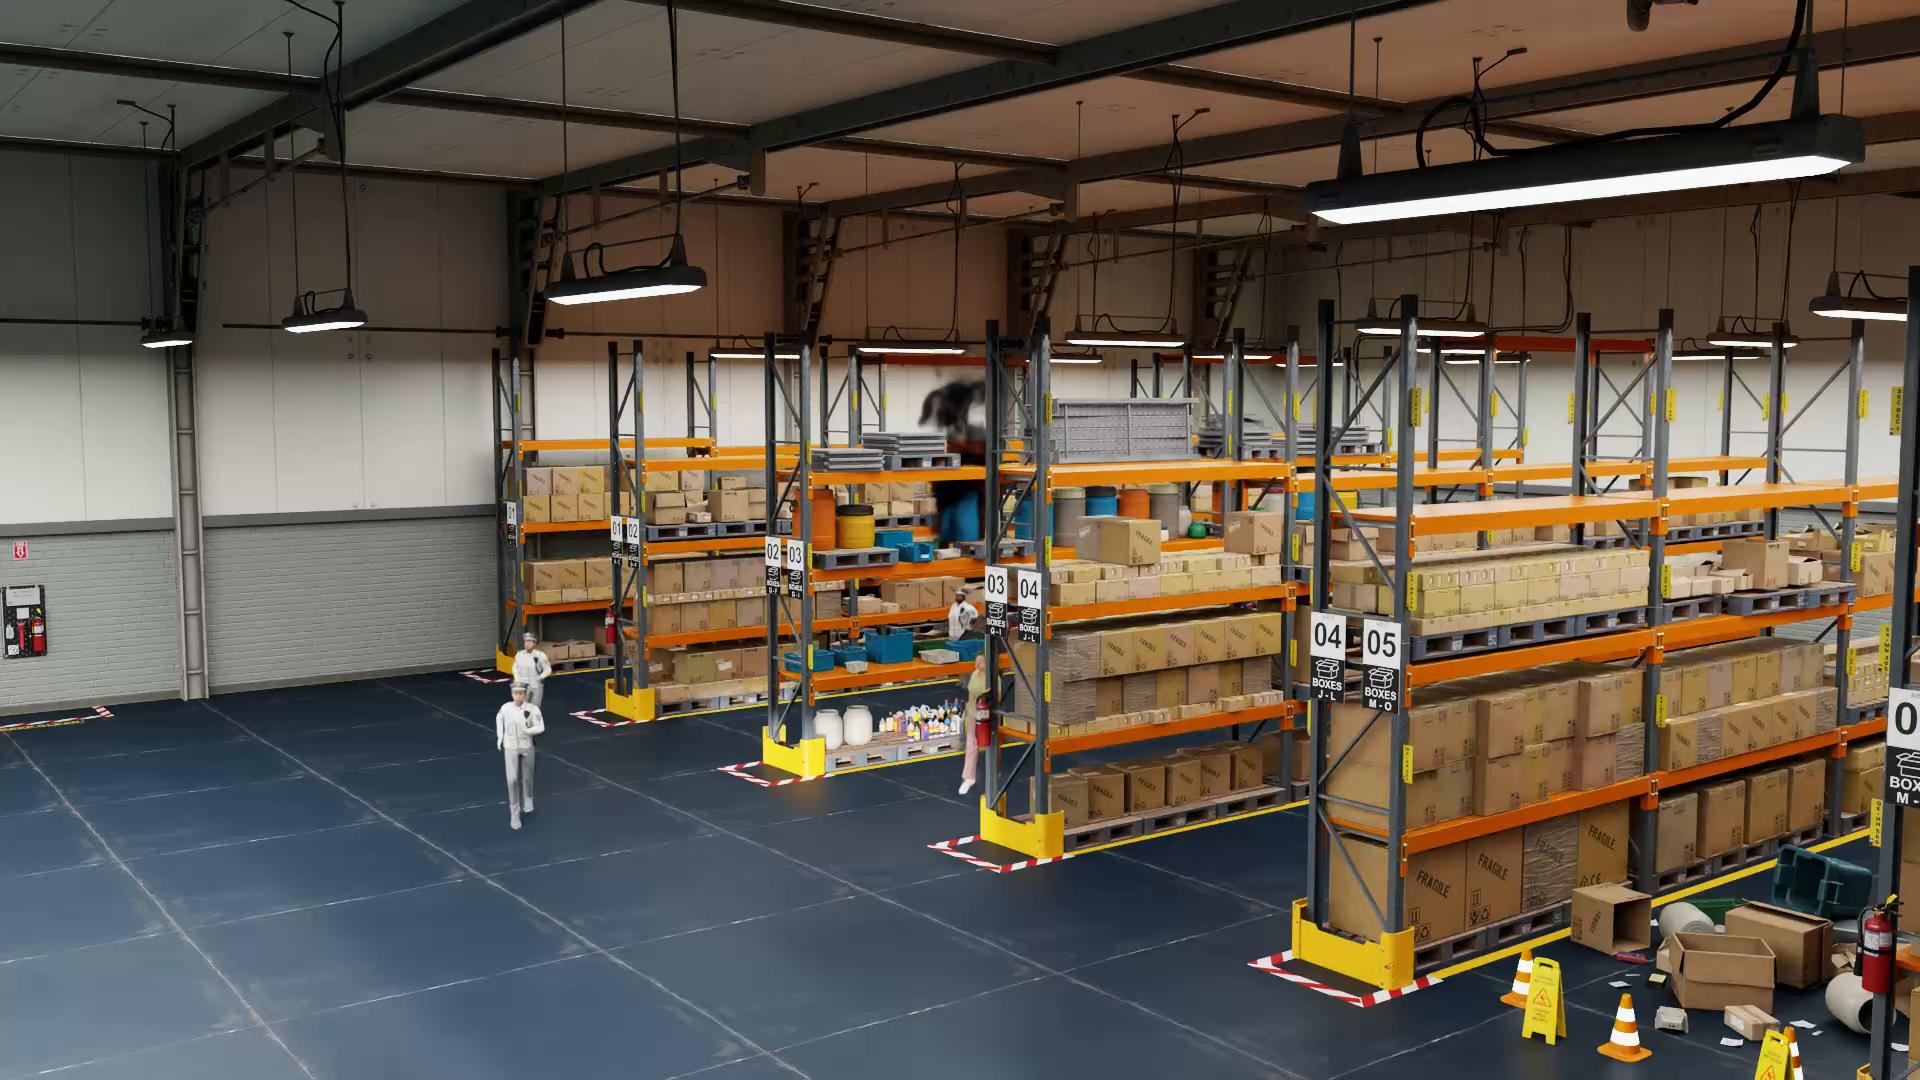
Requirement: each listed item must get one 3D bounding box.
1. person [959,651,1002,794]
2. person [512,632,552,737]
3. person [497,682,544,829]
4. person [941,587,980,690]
[{"bbox_3d":[0.286,2.232,20.551,0.564,1.733,0.737,3,6,33],"label":"person"},{"bbox_3d":[-6.318,2.189,24.497,0.599,1.660,0.547,0,5,-5],"label":"person"},{"bbox_3d":[-5.309,2.549,20.103,0.580,1.739,0.832,-1,5,-11],"label":"person"},{"bbox_3d":[-0.037,1.643,27.632,0.563,1.712,0.572,5,7,43],"label":"person"}]
